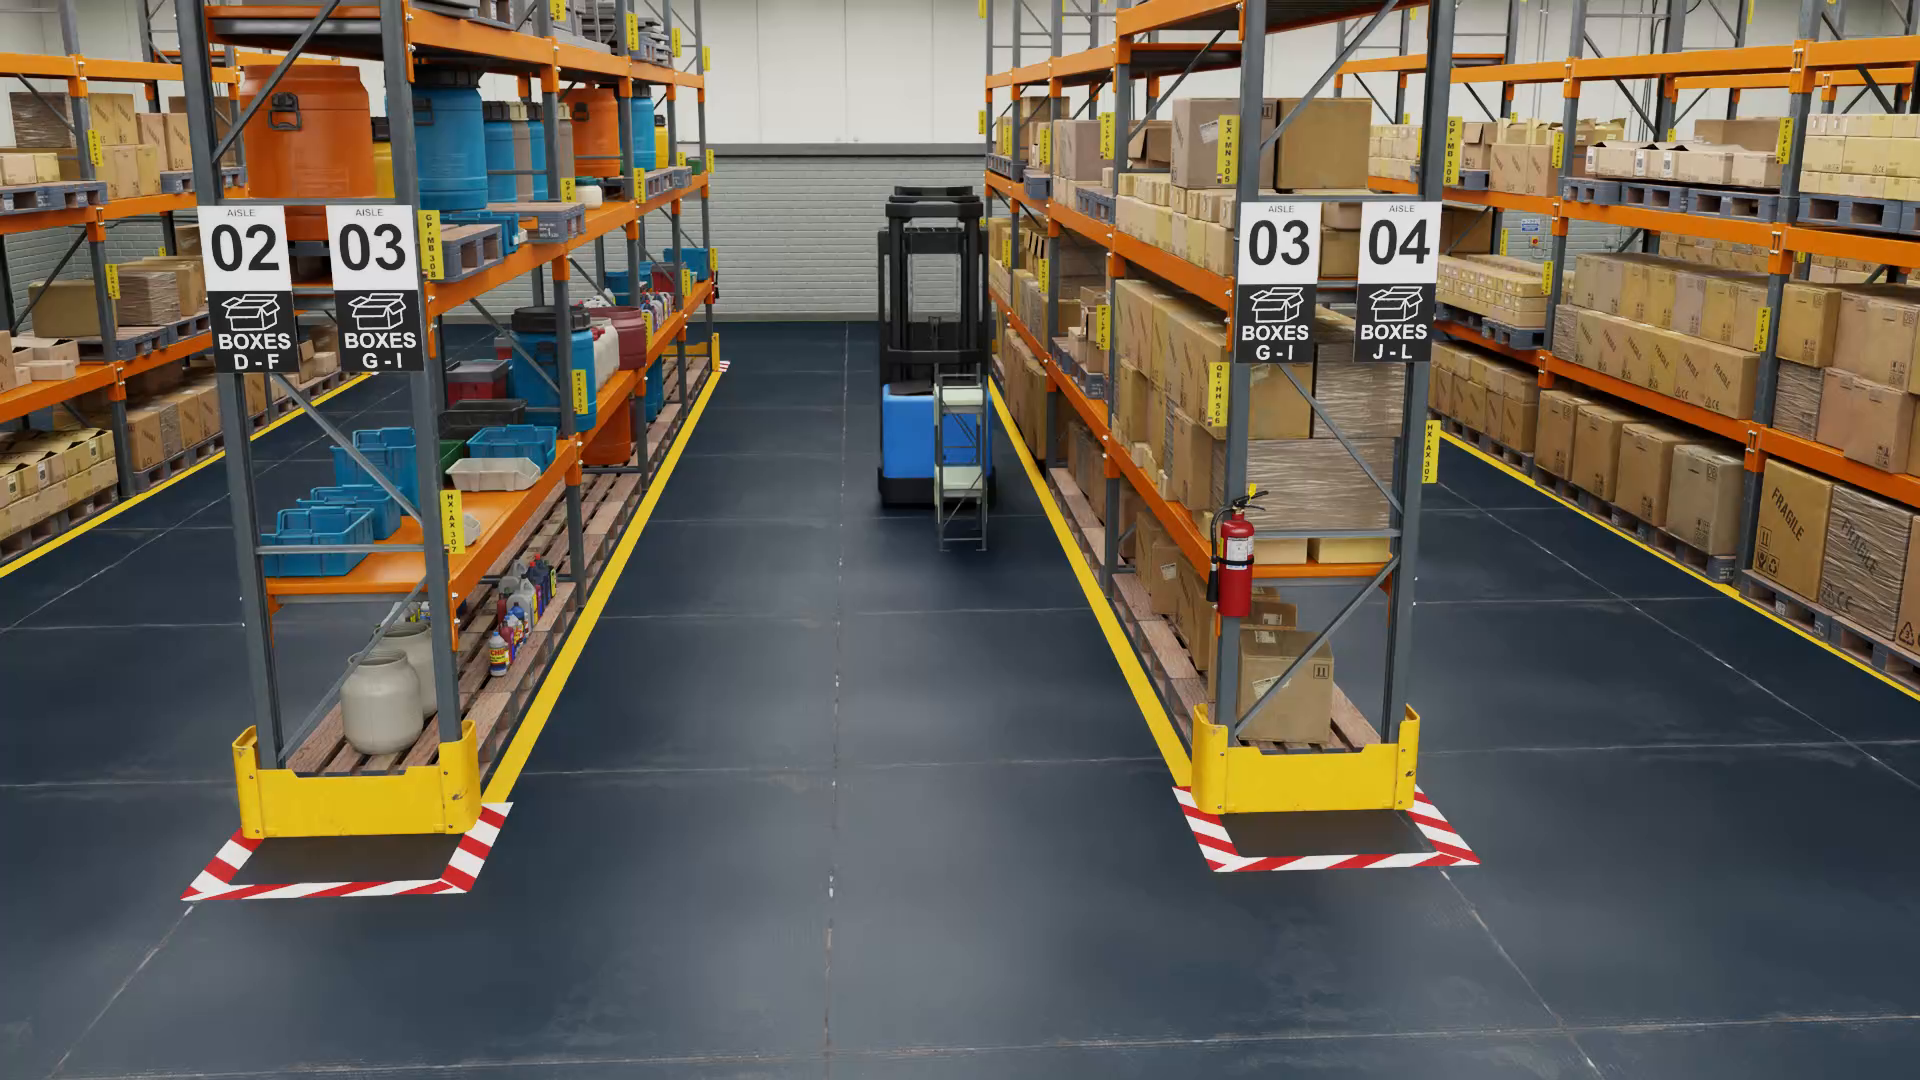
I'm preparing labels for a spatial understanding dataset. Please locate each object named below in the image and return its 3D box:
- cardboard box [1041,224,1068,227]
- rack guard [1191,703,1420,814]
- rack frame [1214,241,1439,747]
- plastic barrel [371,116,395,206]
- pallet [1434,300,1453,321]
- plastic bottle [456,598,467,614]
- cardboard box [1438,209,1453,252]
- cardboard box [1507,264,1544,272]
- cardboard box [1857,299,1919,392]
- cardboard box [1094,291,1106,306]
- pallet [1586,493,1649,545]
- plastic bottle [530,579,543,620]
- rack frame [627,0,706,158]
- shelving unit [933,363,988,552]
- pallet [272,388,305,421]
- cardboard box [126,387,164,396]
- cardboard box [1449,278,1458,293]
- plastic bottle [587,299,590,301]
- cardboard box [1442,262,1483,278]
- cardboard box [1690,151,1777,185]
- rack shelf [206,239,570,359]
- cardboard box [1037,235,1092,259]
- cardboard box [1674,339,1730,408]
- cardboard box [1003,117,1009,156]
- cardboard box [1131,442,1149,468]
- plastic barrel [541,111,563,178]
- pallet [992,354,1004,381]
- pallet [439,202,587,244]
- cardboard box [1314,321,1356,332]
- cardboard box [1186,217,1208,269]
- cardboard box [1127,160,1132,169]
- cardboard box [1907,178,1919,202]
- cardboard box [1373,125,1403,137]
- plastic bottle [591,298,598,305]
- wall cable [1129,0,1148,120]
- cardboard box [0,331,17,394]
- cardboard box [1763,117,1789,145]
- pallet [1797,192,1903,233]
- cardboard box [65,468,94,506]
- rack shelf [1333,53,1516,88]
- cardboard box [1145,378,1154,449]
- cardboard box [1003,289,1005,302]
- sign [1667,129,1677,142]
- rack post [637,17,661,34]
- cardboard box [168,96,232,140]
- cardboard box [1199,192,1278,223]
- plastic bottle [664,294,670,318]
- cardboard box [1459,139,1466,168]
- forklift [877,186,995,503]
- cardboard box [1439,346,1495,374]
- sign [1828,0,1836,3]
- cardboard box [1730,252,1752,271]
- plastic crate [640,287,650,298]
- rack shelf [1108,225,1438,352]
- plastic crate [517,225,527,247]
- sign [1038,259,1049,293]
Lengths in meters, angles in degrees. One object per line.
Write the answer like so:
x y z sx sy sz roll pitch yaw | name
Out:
1.284 -3.819 21.547 0.500 0.500 0.500 -1 14 -5 | cardboard box
1.857 1.167 8.988 1.175 0.500 0.348 -1 14 -3 | rack guard
1.862 -0.025 8.603 1.000 3.000 0.127 -1 14 -3 | rack frame
-3.279 -1.977 8.950 0.600 0.588 0.600 0 14 0 | plastic barrel
5.977 -2.775 19.678 1.003 0.211 1.213 -1 14 -3 | pallet
-3.550 0.332 11.651 0.144 0.351 0.185 -1 14 -3 | plastic bottle
5.776 -3.850 20.666 0.500 0.500 0.500 -1 14 -5 | cardboard box
6.374 -3.009 18.670 0.380 0.149 0.250 -2 15 -6 | cardboard box
6.605 -1.303 11.102 0.875 0.550 0.550 -1 14 -3 | cardboard box
1.574 -1.995 15.217 0.700 0.500 0.500 1 14 5 | cardboard box
6.369 -0.215 14.940 1.003 0.211 1.213 -1 14 -3 | pallet
-2.939 0.403 11.510 0.061 0.283 0.133 0 14 0 | plastic bottle
-4.073 -6.833 23.023 1.000 3.000 0.127 -1 14 -3 | rack frame
0.000 -0.725 14.333 0.431 1.500 0.755 -1 14 -3 | shelving unit
-8.811 -1.677 20.622 1.003 0.211 1.213 -1 14 -3 | pallet
-8.884 -1.353 17.898 0.500 0.500 0.500 -1 14 -6 | cardboard box
5.726 -2.855 18.667 0.380 0.149 0.250 -1 14 -4 | cardboard box
-4.173 -2.557 18.681 0.061 0.283 0.133 -1 14 -3 | plastic bottle
5.706 -3.066 18.892 0.380 0.149 0.250 -1 14 -4 | cardboard box
6.274 -3.006 13.429 0.500 0.250 0.500 -1 14 -4 | cardboard box
-3.206 -1.550 9.954 1.077 0.370 4.000 -1 14 -3 | rack shelf
1.251 -3.059 18.184 0.797 0.503 0.637 0 14 -2 | cardboard box
6.240 -1.371 13.633 0.500 0.500 0.500 -1 14 -4 | cardboard box
0.951 -5.359 22.070 0.700 0.500 0.500 -2 15 -7 | cardboard box
1.372 -0.591 11.307 0.380 0.149 0.250 -1 14 -3 | cardboard box
-3.703 -3.228 14.172 0.600 0.830 0.708 -1 14 -3 | plastic barrel
0.998 -2.456 23.647 1.003 0.211 1.213 -1 14 -3 | pallet
-3.188 -2.126 11.130 1.213 0.211 1.003 -1 14 -3 | pallet
2.075 -0.967 9.460 0.500 0.500 0.500 -1 14 -3 | cardboard box
1.544 -1.645 9.181 0.500 0.250 0.500 -1 14 -3 | cardboard box
1.456 -2.843 12.962 0.396 0.266 0.258 0 14 -1 | cardboard box
6.335 -2.241 10.658 0.380 0.149 0.250 -1 14 -3 | cardboard box
5.687 -5.400 21.971 0.380 0.149 0.250 0 14 -2 | cardboard box
-4.174 -2.629 18.983 0.097 0.271 0.097 0 14 0 | plastic bottle
3.960 -9.927 28.592 2.277 5.999 0.120 -1 14 -3 | wall cable
-8.401 -1.494 14.111 0.500 0.500 0.500 -2 15 -6 | cardboard box
10.893 -5.251 21.647 0.797 0.503 0.637 0 14 1 | cardboard box
6.611 -2.277 11.515 1.003 0.211 1.213 -1 14 -3 | pallet
-8.210 -0.479 15.043 0.500 0.250 0.500 -1 14 -4 | cardboard box
5.951 -6.113 21.677 1.077 0.370 4.000 -1 14 -3 | rack shelf
1.707 -0.851 11.018 0.875 0.500 0.500 -1 14 -3 | cardboard box
0.740 -3.086 21.005 0.380 0.149 0.250 -1 14 -4 | cardboard box
6.877 -3.814 16.113 0.100 0.325 0.005 -1 14 -3 | sign
-3.804 -5.591 18.350 0.937 0.300 0.954 -1 14 -4 | rack post
-8.838 -4.963 19.568 0.700 0.500 0.500 -1 14 -3 | cardboard box
1.507 -1.795 8.964 0.380 0.149 0.250 -2 15 -6 | cardboard box
-3.418 -2.726 19.337 0.061 0.283 0.133 -1 14 -3 | plastic bottle
5.920 -4.451 19.123 0.500 0.311 0.500 -1 14 -4 | cardboard box
-0.275 -2.077 16.715 1.130 2.935 3.031 -1 14 -3 | forklift
5.892 -2.096 19.323 0.500 0.250 0.500 0 14 -2 | cardboard box
10.454 -6.594 19.903 0.100 0.325 0.005 -1 14 -3 | sign
10.642 -3.575 22.199 0.500 0.500 0.500 -1 14 -4 | cardboard box
-4.163 -3.103 20.997 0.437 0.125 0.590 -1 14 -3 | plastic crate
1.738 -1.626 10.252 1.077 0.370 4.000 -1 14 -3 | rack shelf
-2.827 -1.875 10.304 0.243 0.136 0.396 -1 14 -3 | plastic crate
0.812 -2.566 16.155 0.100 0.325 0.005 -1 14 -3 | sign
